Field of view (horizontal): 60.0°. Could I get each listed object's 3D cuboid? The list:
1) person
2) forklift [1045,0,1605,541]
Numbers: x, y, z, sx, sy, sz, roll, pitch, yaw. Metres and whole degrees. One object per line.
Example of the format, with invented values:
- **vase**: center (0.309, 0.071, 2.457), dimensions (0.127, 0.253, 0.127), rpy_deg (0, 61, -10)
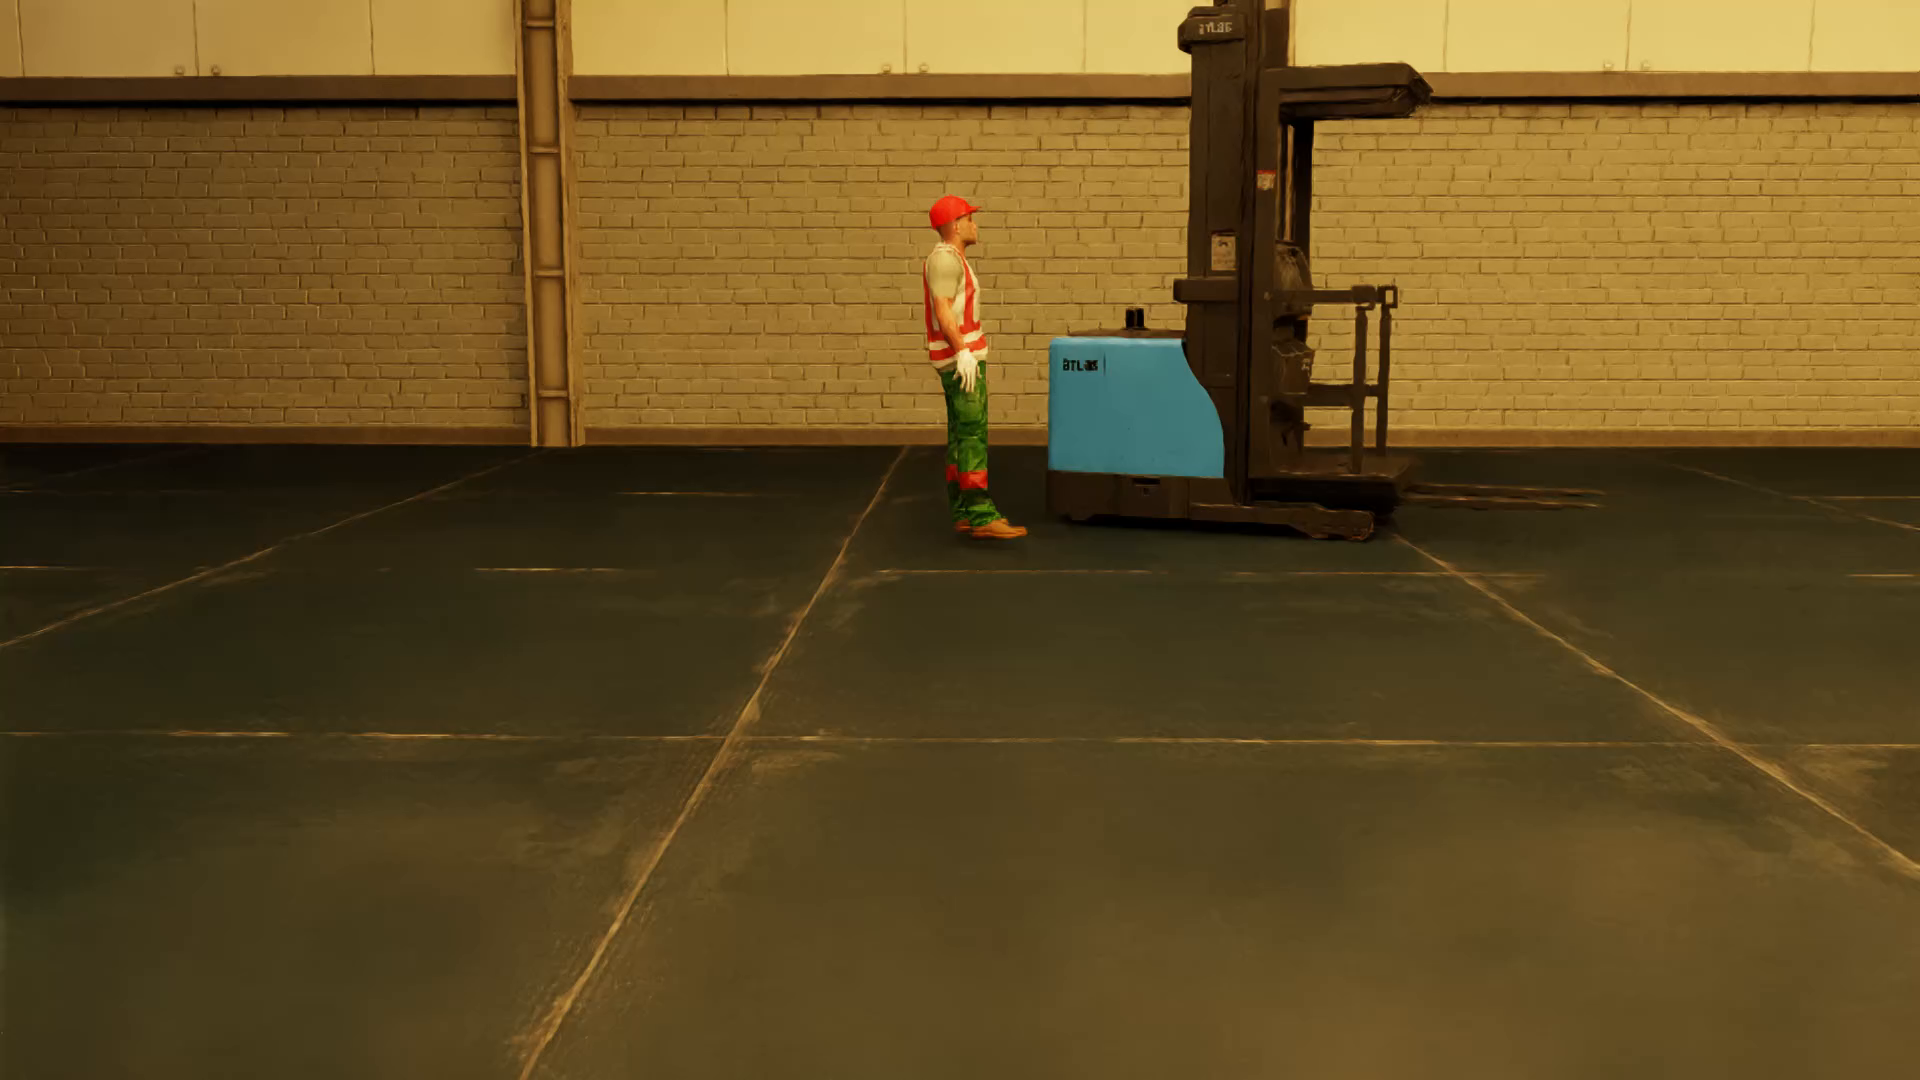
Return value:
- **person**: center (0.083, -0.929, 8.853), dimensions (0.556, 1.787, 0.635), rpy_deg (0, 9, 1)
- **forklift**: center (2.065, -1.532, 9.328), dimensions (3.031, 2.935, 1.130), rpy_deg (3, 9, 21)
